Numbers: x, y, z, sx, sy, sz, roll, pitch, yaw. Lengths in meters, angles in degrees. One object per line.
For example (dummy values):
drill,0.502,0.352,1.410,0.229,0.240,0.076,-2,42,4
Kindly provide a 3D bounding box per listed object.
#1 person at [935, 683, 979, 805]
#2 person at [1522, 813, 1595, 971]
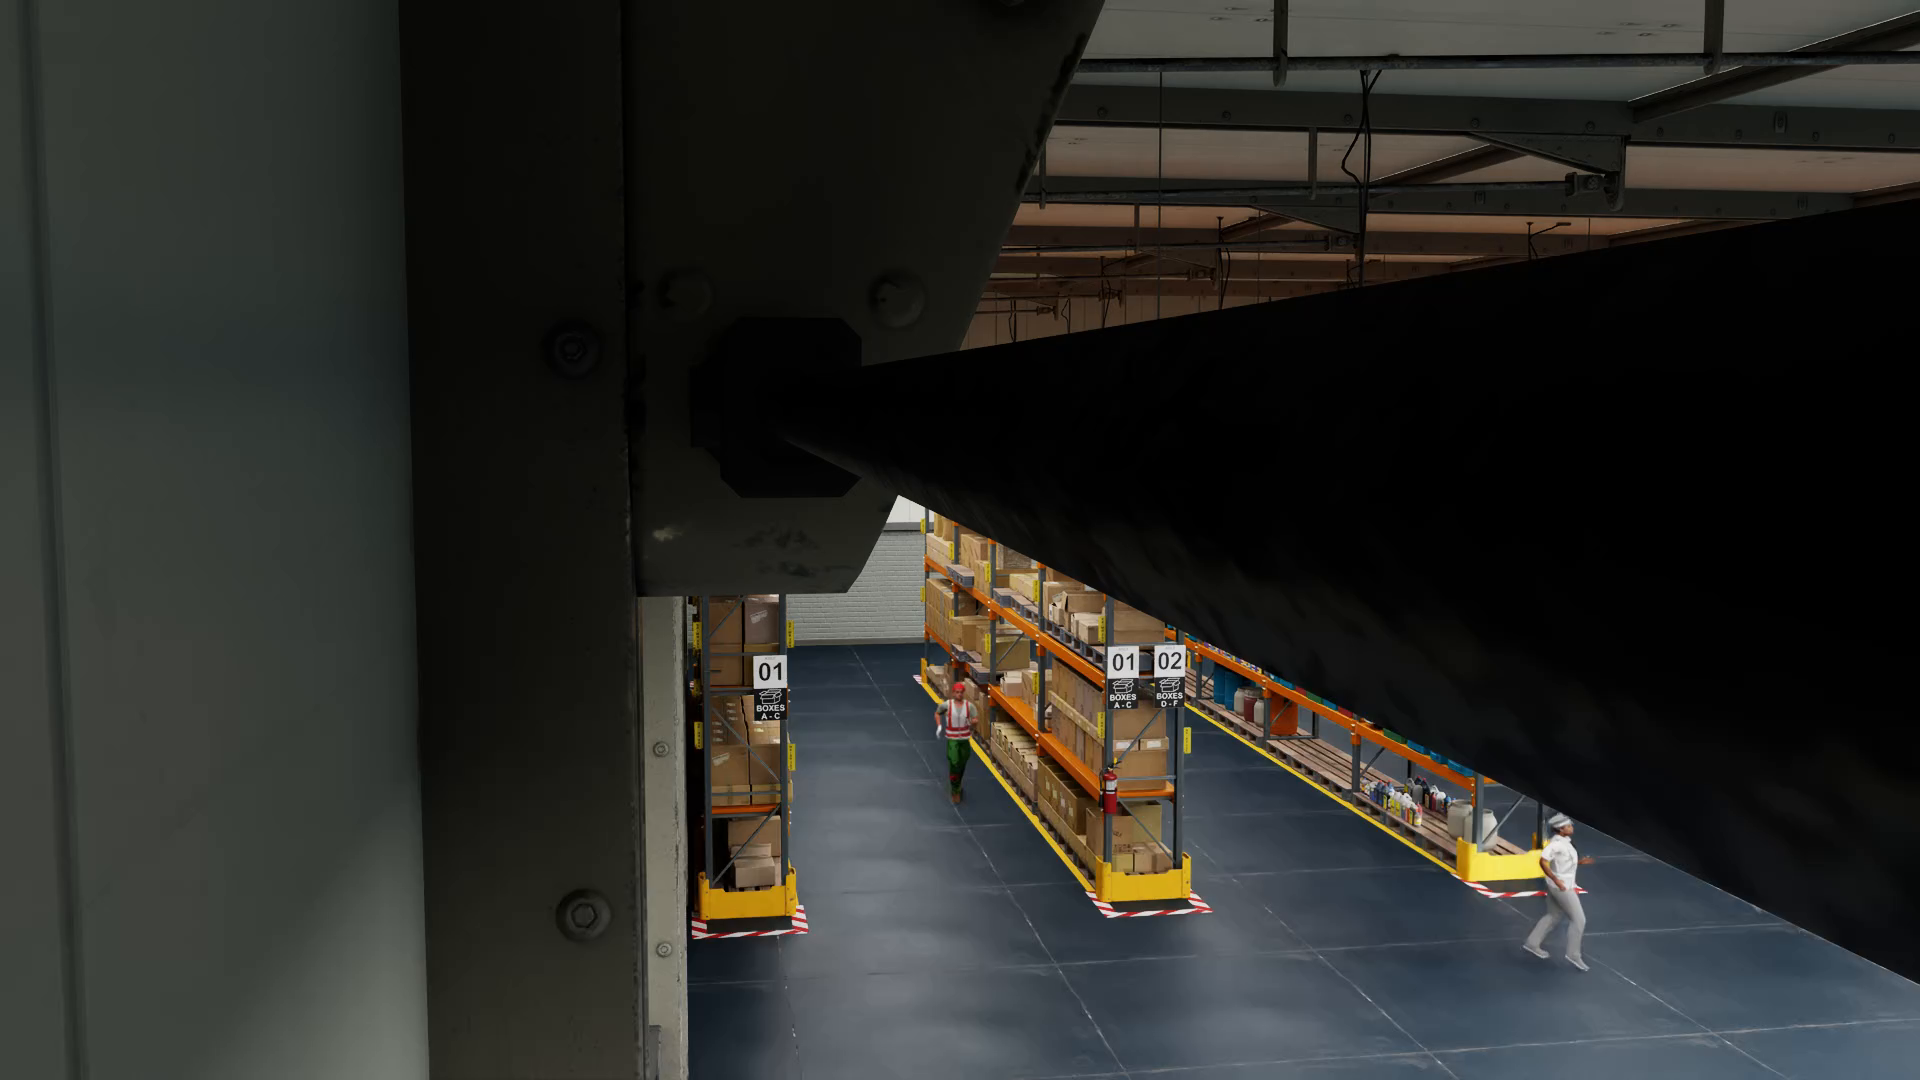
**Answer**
person,-0.038,3.139,25.998,0.650,1.840,0.826,-1,5,-14
person,6.628,3.867,18.388,0.729,1.752,0.559,1,5,15
